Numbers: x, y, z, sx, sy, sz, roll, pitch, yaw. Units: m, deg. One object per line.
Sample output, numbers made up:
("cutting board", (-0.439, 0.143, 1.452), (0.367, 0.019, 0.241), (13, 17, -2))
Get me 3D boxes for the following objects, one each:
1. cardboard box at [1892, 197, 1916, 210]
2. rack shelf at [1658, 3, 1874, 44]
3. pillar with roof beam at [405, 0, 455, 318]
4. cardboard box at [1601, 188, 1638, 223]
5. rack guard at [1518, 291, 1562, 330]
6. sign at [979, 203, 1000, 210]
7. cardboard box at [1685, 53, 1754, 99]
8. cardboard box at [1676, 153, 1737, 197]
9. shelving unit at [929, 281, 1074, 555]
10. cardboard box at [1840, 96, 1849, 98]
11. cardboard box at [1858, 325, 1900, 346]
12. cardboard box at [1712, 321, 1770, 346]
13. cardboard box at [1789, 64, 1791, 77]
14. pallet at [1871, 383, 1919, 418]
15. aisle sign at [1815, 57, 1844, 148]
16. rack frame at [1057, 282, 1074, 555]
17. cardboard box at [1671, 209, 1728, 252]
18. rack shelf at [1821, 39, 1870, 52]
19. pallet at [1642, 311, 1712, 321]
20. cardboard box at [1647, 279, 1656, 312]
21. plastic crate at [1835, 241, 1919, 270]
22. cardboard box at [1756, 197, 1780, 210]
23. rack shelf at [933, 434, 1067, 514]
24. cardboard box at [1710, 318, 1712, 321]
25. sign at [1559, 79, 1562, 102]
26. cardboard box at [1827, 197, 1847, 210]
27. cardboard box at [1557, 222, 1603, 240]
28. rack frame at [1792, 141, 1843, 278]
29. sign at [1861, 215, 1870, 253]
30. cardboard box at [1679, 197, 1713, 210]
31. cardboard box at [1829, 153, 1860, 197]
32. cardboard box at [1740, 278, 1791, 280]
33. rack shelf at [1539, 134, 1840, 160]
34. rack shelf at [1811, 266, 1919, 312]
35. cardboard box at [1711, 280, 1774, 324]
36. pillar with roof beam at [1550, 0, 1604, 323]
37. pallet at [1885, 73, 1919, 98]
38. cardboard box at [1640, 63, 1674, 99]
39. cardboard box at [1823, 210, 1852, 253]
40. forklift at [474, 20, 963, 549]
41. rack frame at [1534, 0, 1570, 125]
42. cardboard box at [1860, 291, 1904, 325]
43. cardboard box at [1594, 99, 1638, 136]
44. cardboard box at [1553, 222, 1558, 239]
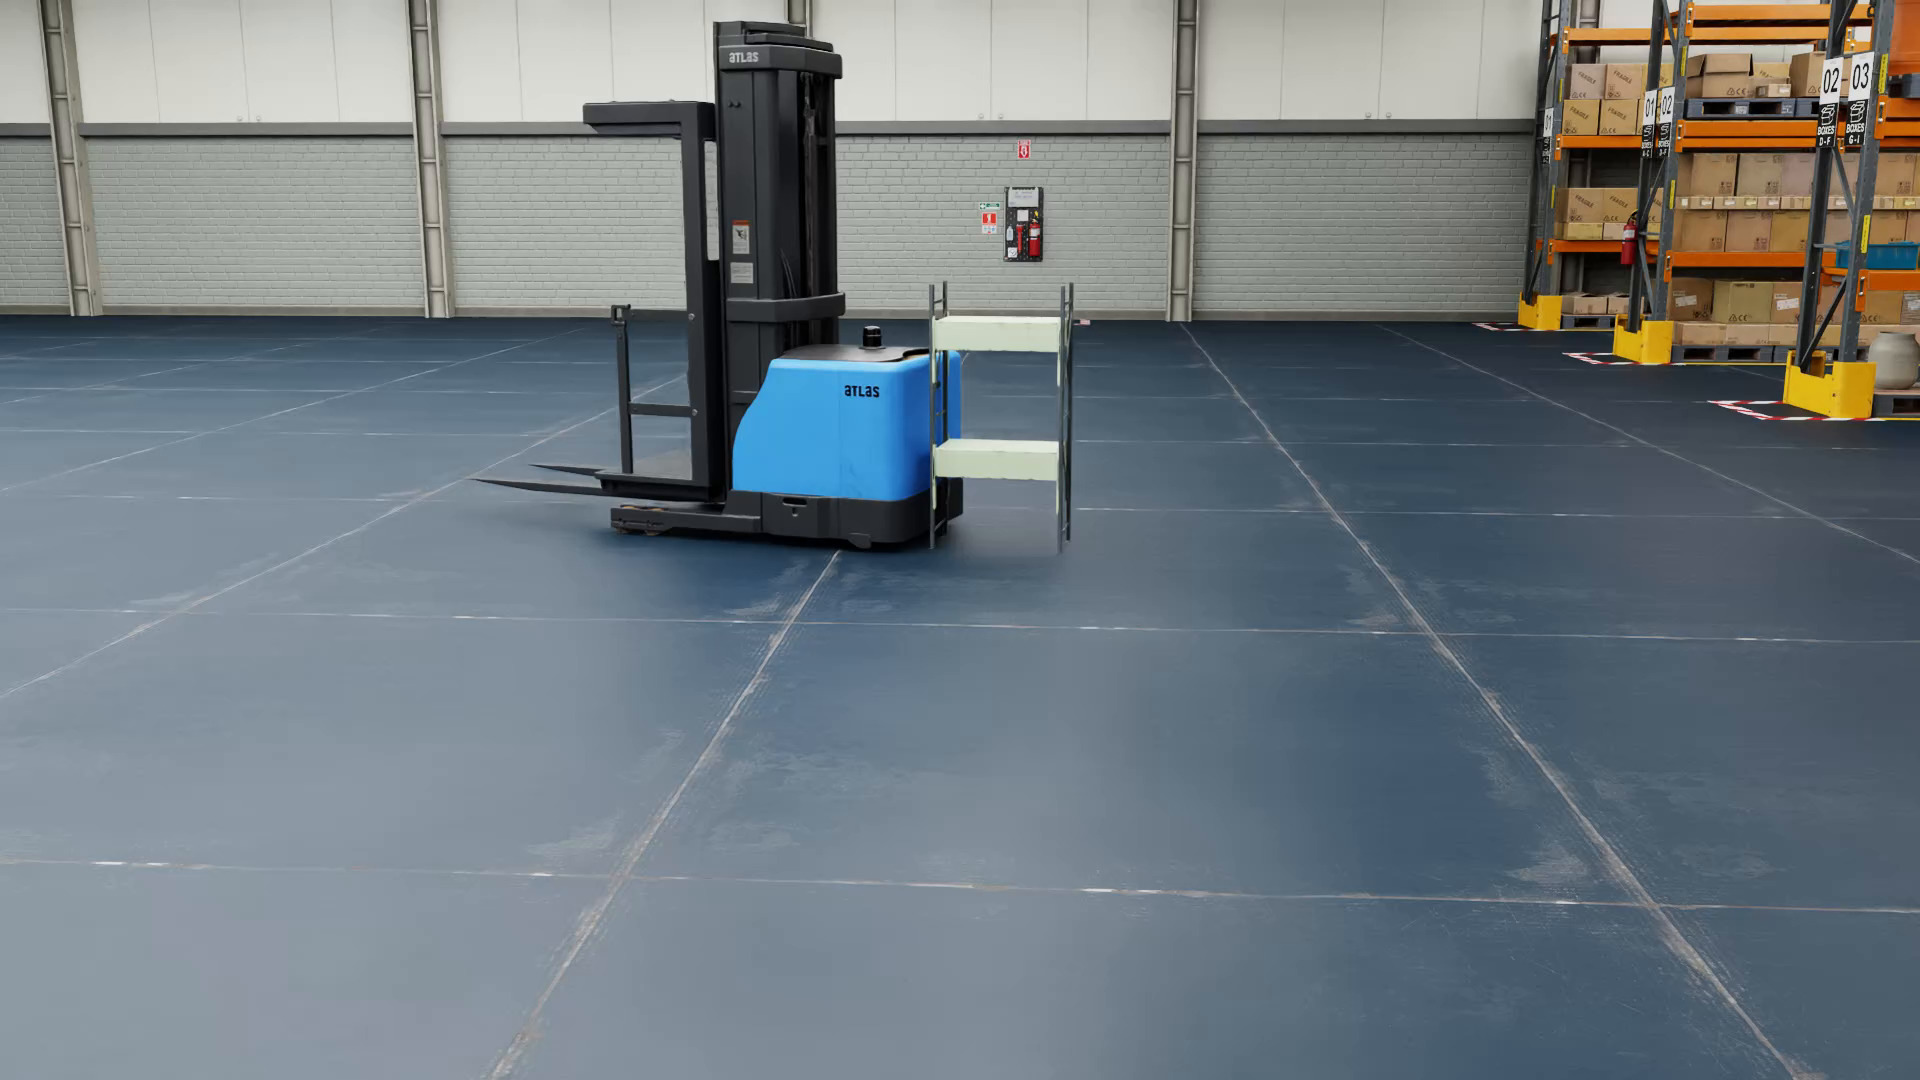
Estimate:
("cardboard box", (11.066, -3.979, 19.634), (0.250, 0.149, 0.380), (1, 12, 3))
("rack shelf", (10.372, -6.054, 19.465), (4.000, 0.370, 1.077), (1, 12, 4))
("pillar with roof beam", (-8.788, -7.175, 22.091), (0.400, 9.000, 9.100), (1, 12, 4))
("cardboard box", (9.652, -4.932, 24.503), (0.500, 0.500, 0.500), (1, 12, 4))
("rack guard", (8.779, -3.480, 25.185), (0.348, 0.500, 1.175), (1, 12, 4))
("sign", (0.469, -5.299, 26.394), (0.331, 0.109, 0.001), (1, 12, 4))
("cardboard box", (8.949, -5.477, 19.679), (0.637, 0.503, 0.797), (2, 12, 8))
("cardboard box", (8.894, -4.367, 19.906), (0.500, 0.500, 0.700), (1, 12, 4))
("shelving unit", (0.238, -0.703, 9.465), (0.755, 1.500, 0.431), (2, 12, 11))
("cardboard box", (10.732, -5.479, 19.690), (0.637, 0.503, 0.797), (2, 12, 10))
("cardboard box", (10.892, -2.472, 19.950), (0.500, 0.250, 0.500), (1, 12, 4))
("cardboard box", (9.395, -2.494, 20.053), (0.500, 0.250, 0.500), (1, 12, 4))
("cardboard box", (12.176, -6.618, 24.018), (0.500, 0.500, 0.500), (0, 12, -1))
("pallet", (8.931, -1.312, 15.526), (1.213, 0.211, 1.003), (1, 12, 4))
("aisle sign", (7.989, -4.015, 15.287), (0.004, 0.787, 0.394), (1, 12, 4))
("rack frame", (0.597, -0.688, 9.395), (0.023, 1.500, 0.400), (2, 12, 11))
("cardboard box", (8.841, -3.733, 20.042), (0.500, 0.500, 0.700), (1, 12, 4))
("rack shelf", (14.690, -7.011, 24.042), (4.000, 0.370, 1.077), (1, 12, 4))
("pallet", (10.801, -3.303, 25.044), (1.213, 0.211, 1.003), (1, 12, 4))
("cardboard box", (10.685, -3.641, 24.877), (0.500, 0.500, 0.700), (0, 12, 0))
("plastic crate", (8.561, -2.662, 15.533), (0.616, 0.251, 0.499), (1, 12, 4))
("cardboard box", (9.517, -3.999, 19.732), (0.250, 0.149, 0.380), (1, 12, 3))
("rack shelf", (0.238, -0.384, 9.532), (0.720, 0.370, 0.431), (2, 12, 11))
("cardboard box", (9.431, -2.601, 20.567), (0.500, 0.250, 0.500), (1, 12, 4))
("sign", (8.667, -6.490, 24.007), (0.005, 0.325, 0.100), (1, 12, 4))
("cardboard box", (10.287, -3.989, 19.682), (0.250, 0.149, 0.380), (1, 12, 4))
("cardboard box", (9.169, -4.570, 24.605), (0.500, 0.250, 0.500), (0, 12, 2))
("rack frame", (12.694, -4.650, 24.672), (0.127, 3.000, 1.000), (1, 12, 4))
("sign", (8.000, -2.704, 14.693), (0.005, 0.325, 0.100), (1, 12, 4))
("cardboard box", (8.753, -4.010, 19.783), (0.250, 0.149, 0.380), (1, 12, 3))
("cardboard box", (10.422, -4.347, 19.812), (0.500, 0.500, 0.700), (1, 12, 4))
("cardboard box", (9.930, -2.962, 20.462), (0.500, 0.500, 0.500), (1, 12, 4))
("rack shelf", (10.699, -5.794, 24.569), (4.000, 0.370, 1.077), (1, 12, 4))
("rack shelf", (10.037, -2.301, 15.201), (4.000, 0.370, 1.077), (1, 12, 4))
("cardboard box", (9.395, -2.860, 19.974), (0.500, 0.500, 0.500), (1, 12, 4))
("pillar with roof beam", (9.172, -6.929, 20.914), (0.400, 9.000, 9.100), (1, 12, 4))
("pallet", (8.860, -4.025, 14.821), (1.213, 0.211, 1.003), (1, 12, 4))
("cardboard box", (10.081, -6.644, 24.145), (0.500, 0.500, 0.500), (1, 12, 5))
("cardboard box", (10.386, -3.712, 19.944), (0.500, 0.500, 0.700), (1, 12, 5))
("forklift", (-1.551, -1.553, 10.035), (3.031, 2.935, 1.130), (5, 13, 21))
("rack frame", (8.703, -7.641, 24.319), (0.127, 3.000, 1.000), (1, 12, 4))
("cardboard box", (10.893, -2.842, 19.886), (0.500, 0.500, 0.500), (1, 12, 4))
("cardboard box", (9.554, -6.161, 24.278), (0.500, 0.500, 0.500), (2, 12, 8))
("cardboard box", (9.183, -4.674, 25.106), (0.500, 0.250, 0.500), (1, 12, 5))
